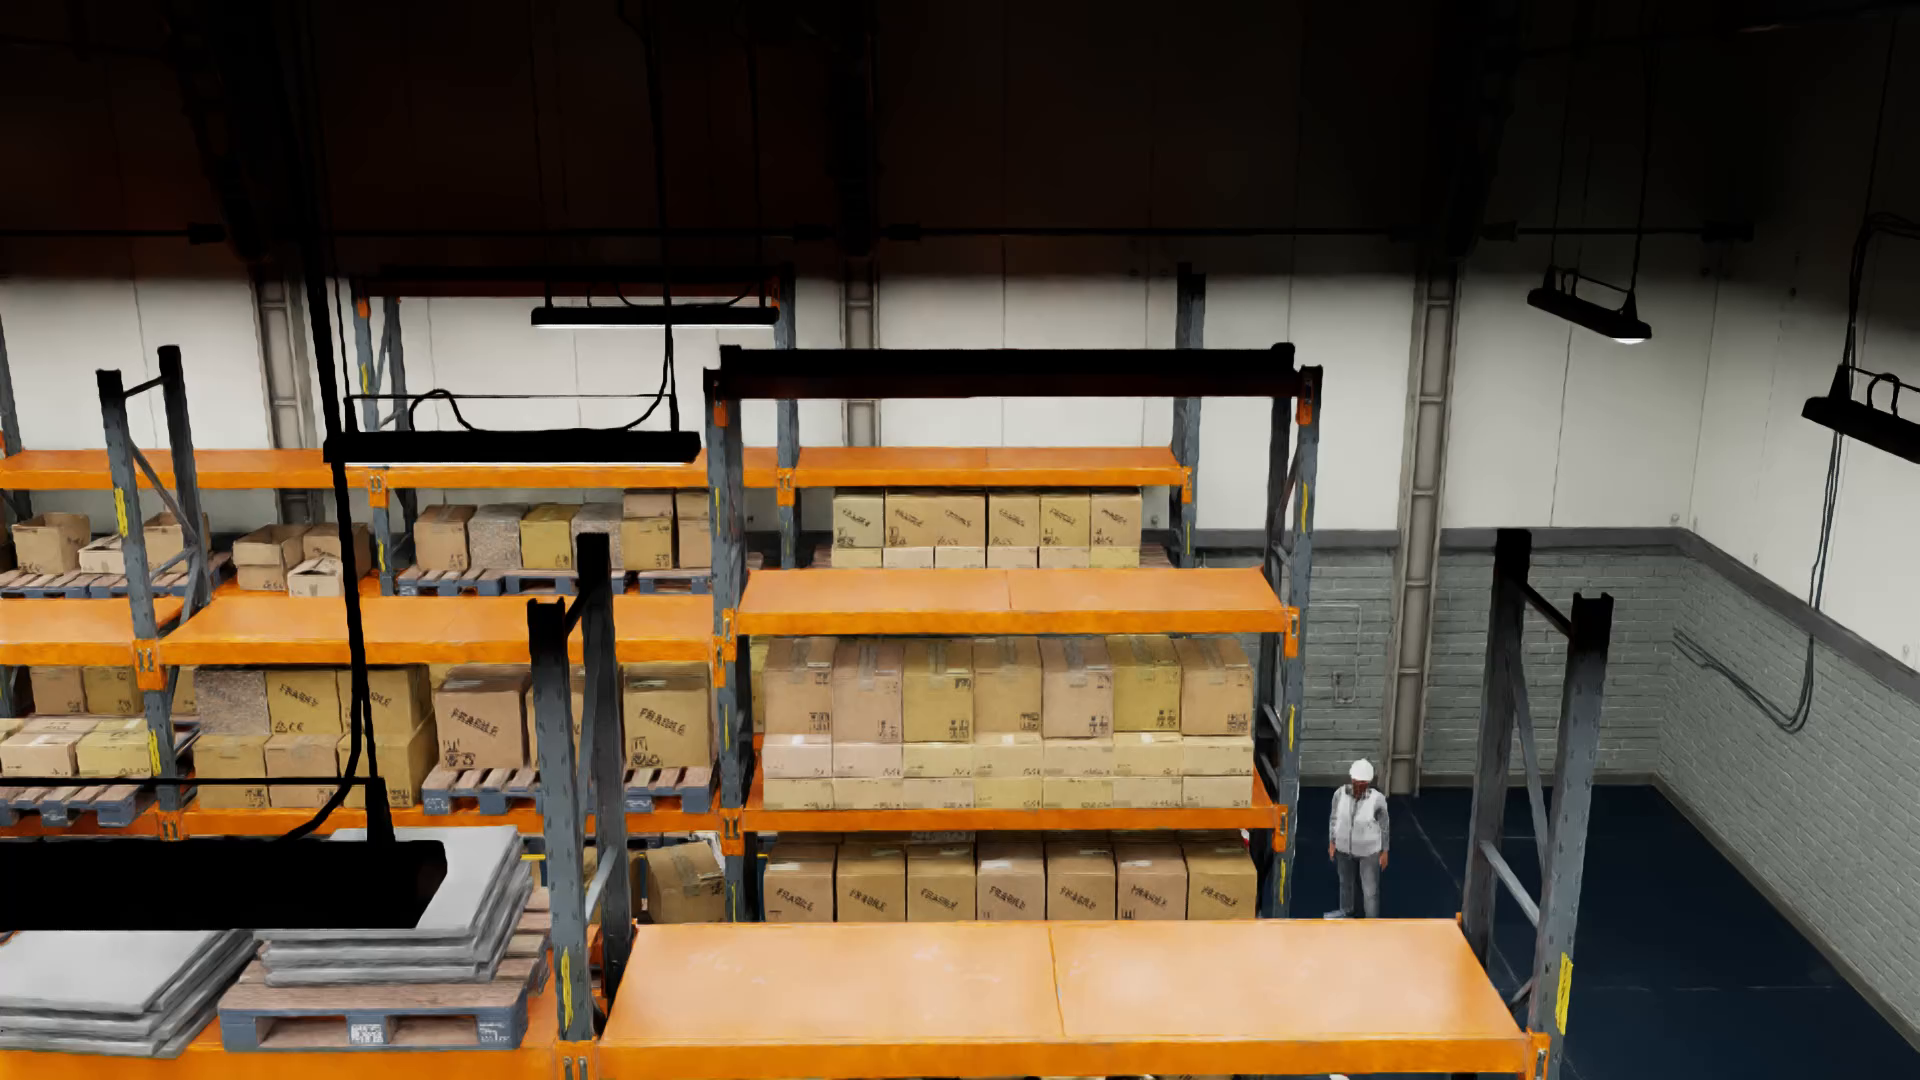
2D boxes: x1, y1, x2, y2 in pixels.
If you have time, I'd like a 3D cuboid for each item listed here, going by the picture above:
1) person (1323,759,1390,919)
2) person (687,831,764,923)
[{"bbox_3d":[3.733,2.878,15.491,0.737,1.761,0.562,11,20,34],"label":"person"},{"bbox_3d":[-2.330,3.004,15.336,1.086,1.586,0.482,0,16,1],"label":"person"}]
